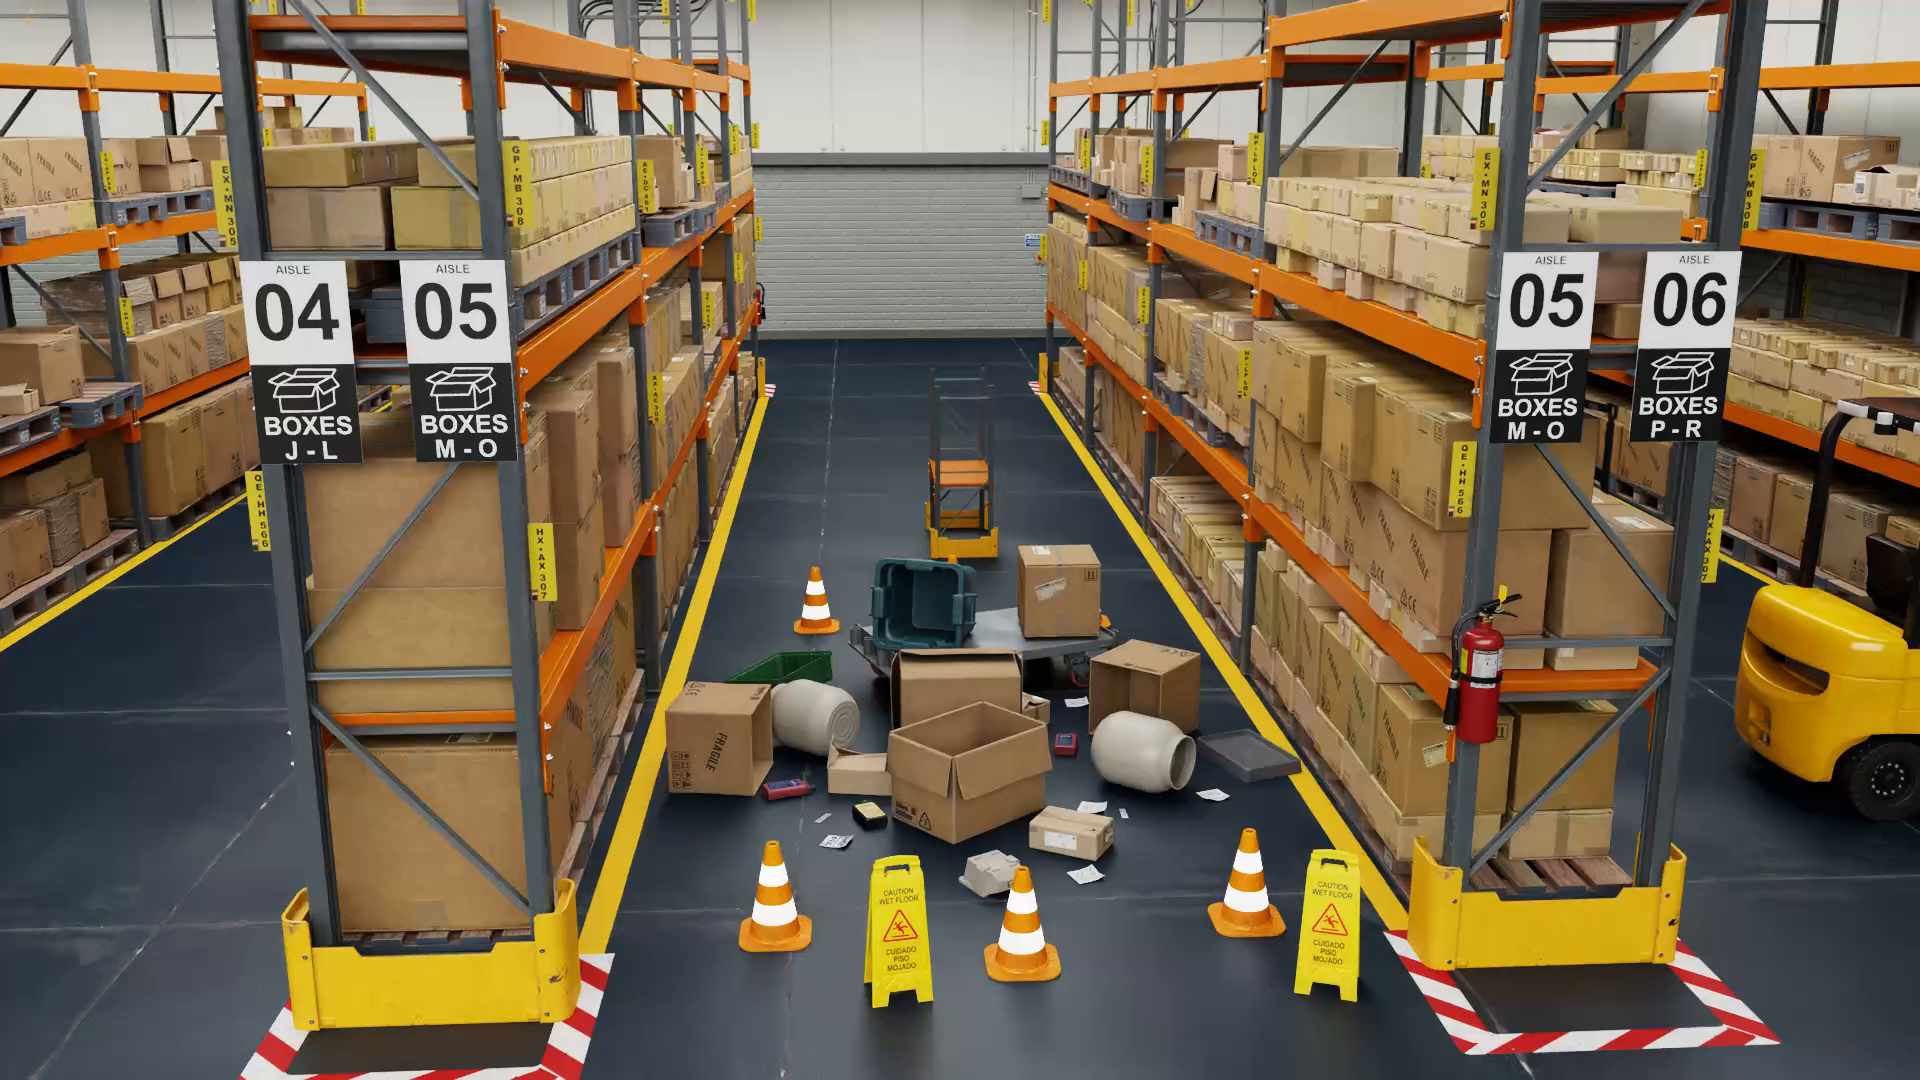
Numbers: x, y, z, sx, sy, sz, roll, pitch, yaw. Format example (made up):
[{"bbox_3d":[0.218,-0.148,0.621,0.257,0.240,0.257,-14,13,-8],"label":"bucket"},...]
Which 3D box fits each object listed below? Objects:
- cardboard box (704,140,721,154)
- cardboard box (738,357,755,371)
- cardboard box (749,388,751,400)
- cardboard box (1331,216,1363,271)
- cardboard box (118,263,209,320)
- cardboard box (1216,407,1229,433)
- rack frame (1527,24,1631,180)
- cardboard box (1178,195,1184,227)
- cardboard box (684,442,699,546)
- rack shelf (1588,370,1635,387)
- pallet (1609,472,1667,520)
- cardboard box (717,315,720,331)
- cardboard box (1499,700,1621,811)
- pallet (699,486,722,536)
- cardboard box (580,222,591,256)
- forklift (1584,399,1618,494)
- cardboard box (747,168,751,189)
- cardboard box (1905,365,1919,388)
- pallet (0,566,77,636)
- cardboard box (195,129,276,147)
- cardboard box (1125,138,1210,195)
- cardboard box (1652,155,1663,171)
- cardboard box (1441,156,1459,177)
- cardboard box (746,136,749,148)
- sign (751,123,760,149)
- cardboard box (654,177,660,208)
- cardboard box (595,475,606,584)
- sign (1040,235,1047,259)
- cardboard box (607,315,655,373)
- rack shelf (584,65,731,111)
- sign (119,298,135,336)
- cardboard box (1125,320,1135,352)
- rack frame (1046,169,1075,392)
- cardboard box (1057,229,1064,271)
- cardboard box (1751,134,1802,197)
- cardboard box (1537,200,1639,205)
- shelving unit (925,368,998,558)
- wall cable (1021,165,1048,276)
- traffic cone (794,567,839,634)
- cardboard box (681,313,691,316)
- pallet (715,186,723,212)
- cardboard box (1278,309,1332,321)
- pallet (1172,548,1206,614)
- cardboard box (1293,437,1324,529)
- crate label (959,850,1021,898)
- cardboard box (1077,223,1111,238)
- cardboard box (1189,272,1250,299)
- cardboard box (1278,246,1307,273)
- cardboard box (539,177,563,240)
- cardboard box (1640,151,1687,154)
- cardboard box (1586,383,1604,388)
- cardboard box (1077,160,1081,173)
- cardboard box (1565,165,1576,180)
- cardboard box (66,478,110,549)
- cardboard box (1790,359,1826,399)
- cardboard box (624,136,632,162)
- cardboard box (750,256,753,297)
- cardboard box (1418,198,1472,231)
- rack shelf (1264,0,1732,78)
[{"bbox_3d":[-2.771,-4.320,18.275,0.380,0.149,0.250,-1,14,-4],"label":"cardboard box"},{"bbox_3d":[-2.855,-2.281,21.556,0.380,0.149,0.250,-1,14,-5],"label":"cardboard box"},{"bbox_3d":[-2.847,-1.866,21.136,0.380,0.149,0.250,-2,15,-6],"label":"cardboard box"},{"bbox_3d":[2.282,-1.573,8.804,0.500,0.250,0.500,-1,14,-3],"label":"cardboard box"},{"bbox_3d":[-7.818,-2.428,16.228,0.797,0.503,0.637,0,14,-2],"label":"cardboard box"},{"bbox_3d":[2.078,-0.876,12.071,0.380,0.149,0.250,-1,14,-4],"label":"cardboard box"},{"bbox_3d":[6.894,-5.513,18.395,1.000,3.000,0.127,-1,14,-3],"label":"rack frame"},{"bbox_3d":[2.053,-2.779,14.056,0.396,0.266,0.258,-1,14,-3],"label":"cardboard box"},{"bbox_3d":[-2.799,-0.395,14.214,1.050,0.750,0.750,-1,14,-4],"label":"cardboard box"},{"bbox_3d":[7.018,-1.762,17.299,1.077,0.370,4.000,-1,14,-3],"label":"rack shelf"},{"bbox_3d":[7.133,-0.449,16.348,1.003,0.211,1.213,-1,14,-3],"label":"pallet"},{"bbox_3d":[-2.742,-2.288,17.561,0.380,0.149,0.250,-1,14,-4],"label":"cardboard box"},{"bbox_3d":[2.907,1.008,8.258,0.500,0.500,0.500,-1,14,-5],"label":"cardboard box"},{"bbox_3d":[-2.794,-0.278,15.683,1.003,0.211,1.213,-1,14,-3],"label":"pallet"},{"bbox_3d":[-2.047,-1.495,8.257,0.380,0.149,0.250,-1,14,-3],"label":"cardboard box"},{"bbox_3d":[4.967,-1.285,14.139,1.130,2.935,3.031,-4,15,-16],"label":"forklift"},{"bbox_3d":[-2.911,-4.568,21.041,0.500,0.250,0.500,-1,14,-3],"label":"cardboard box"},{"bbox_3d":[7.150,-1.188,12.121,0.380,0.149,0.250,-1,14,-3],"label":"cardboard box"},{"bbox_3d":[-7.584,0.465,12.796,1.003,0.211,1.213,-1,14,-3],"label":"pallet"},{"bbox_3d":[-8.060,-4.324,18.548,0.700,0.500,0.500,-2,15,-7],"label":"cardboard box"},{"bbox_3d":[1.937,-3.483,15.482,0.700,0.500,0.500,-2,15,-6],"label":"cardboard box"},{"bbox_3d":[6.873,-3.608,15.912,0.380,0.149,0.250,-1,14,-4],"label":"cardboard box"},{"bbox_3d":[6.472,-4.759,21.186,0.500,0.250,0.500,-1,14,-5],"label":"cardboard box"},{"bbox_3d":[-2.928,-5.161,21.542,0.380,0.149,0.250,-1,14,-4],"label":"cardboard box"},{"bbox_3d":[-2.687,-5.309,21.843,0.100,0.325,0.005,-1,14,-3],"label":"sign"},{"bbox_3d":[-2.403,-2.547,12.113,0.396,0.266,0.258,-1,14,-3],"label":"cardboard box"},{"bbox_3d":[-2.359,-0.017,8.774,0.875,0.550,0.500,-1,14,-3],"label":"cardboard box"},{"bbox_3d":[1.138,-3.976,22.562,0.100,0.325,0.005,-1,14,-3],"label":"sign"},{"bbox_3d":[-2.600,-1.349,12.042,0.700,0.500,0.500,-1,14,-3],"label":"cardboard box"},{"bbox_3d":[-2.871,-4.295,15.905,1.077,0.370,4.000,-1,14,-3],"label":"rack shelf"},{"bbox_3d":[-7.162,-1.916,14.287,0.100,0.325,0.005,-1,14,-3],"label":"sign"},{"bbox_3d":[1.869,-1.949,15.879,0.500,0.250,0.500,-1,14,-5],"label":"cardboard box"},{"bbox_3d":[1.692,-3.525,22.708,1.000,3.000,0.127,-1,14,-3],"label":"rack frame"},{"bbox_3d":[1.516,-3.678,21.093,0.500,0.500,0.500,-1,14,-4],"label":"cardboard box"},{"bbox_3d":[6.943,-3.182,14.110,0.500,0.500,0.500,-1,14,-3],"label":"cardboard box"},{"bbox_3d":[2.879,-1.480,7.644,0.380,0.149,0.250,-1,14,-3],"label":"cardboard box"},{"bbox_3d":[0.005,-0.707,14.766,0.587,1.500,1.083,-1,14,-3],"label":"shelving unit"},{"bbox_3d":[1.319,-5.434,28.026,0.585,1.953,0.123,-1,14,-3],"label":"wall cable"},{"bbox_3d":[-1.075,0.433,12.417,0.336,0.463,0.334,-1,14,-3],"label":"traffic cone"},{"bbox_3d":[-2.601,-1.989,15.203,0.380,0.149,0.250,-1,14,-5],"label":"cardboard box"},{"bbox_3d":[-2.995,-3.377,16.491,1.213,0.211,1.003,-1,14,-3],"label":"pallet"},{"bbox_3d":[2.589,-1.642,12.445,0.380,0.149,0.250,0,14,0],"label":"cardboard box"},{"bbox_3d":[2.307,0.312,13.390,1.003,0.211,1.213,-1,14,-3],"label":"pallet"},{"bbox_3d":[2.257,-0.370,9.647,0.500,0.500,0.500,-1,14,-4],"label":"cardboard box"},{"bbox_3d":[0.172,1.660,8.298,0.250,0.136,0.298,-9,17,-32],"label":"crate label"},{"bbox_3d":[1.604,-3.703,19.888,0.380,0.149,0.250,-1,14,-4],"label":"cardboard box"},{"bbox_3d":[2.401,-2.195,15.329,0.500,0.500,0.500,-1,14,-5],"label":"cardboard box"},{"bbox_3d":[2.168,-1.724,10.193,0.380,0.149,0.250,-1,14,-3],"label":"cardboard box"},{"bbox_3d":[-2.057,-1.471,7.363,0.500,0.250,0.500,-1,14,-4],"label":"cardboard box"},{"bbox_3d":[7.150,-3.879,16.927,0.380,0.149,0.250,-1,14,-2],"label":"cardboard box"},{"bbox_3d":[6.803,-1.622,18.184,0.380,0.149,0.250,-1,14,-4],"label":"cardboard box"},{"bbox_3d":[1.564,-4.333,19.288,0.380,0.149,0.250,-1,14,-2],"label":"cardboard box"},{"bbox_3d":[6.581,-3.856,17.435,0.380,0.149,0.250,-1,14,-4],"label":"cardboard box"},{"bbox_3d":[-7.642,-0.219,13.990,0.700,0.500,0.500,-2,15,-6],"label":"cardboard box"},{"bbox_3d":[7.026,-1.287,13.306,0.500,0.250,0.500,-1,14,-3],"label":"cardboard box"},{"bbox_3d":[-2.158,-2.322,9.873,0.380,0.149,0.250,-1,14,-4],"label":"cardboard box"},{"bbox_3d":[-2.931,-3.380,21.346,0.500,0.500,0.500,-1,14,-4],"label":"cardboard box"},{"bbox_3d":[2.392,-1.535,7.855,0.380,0.149,0.250,-1,14,-3],"label":"cardboard box"},{"bbox_3d":[2.559,-2.599,8.518,1.077,0.370,4.000,-1,14,-3],"label":"rack shelf"}]
